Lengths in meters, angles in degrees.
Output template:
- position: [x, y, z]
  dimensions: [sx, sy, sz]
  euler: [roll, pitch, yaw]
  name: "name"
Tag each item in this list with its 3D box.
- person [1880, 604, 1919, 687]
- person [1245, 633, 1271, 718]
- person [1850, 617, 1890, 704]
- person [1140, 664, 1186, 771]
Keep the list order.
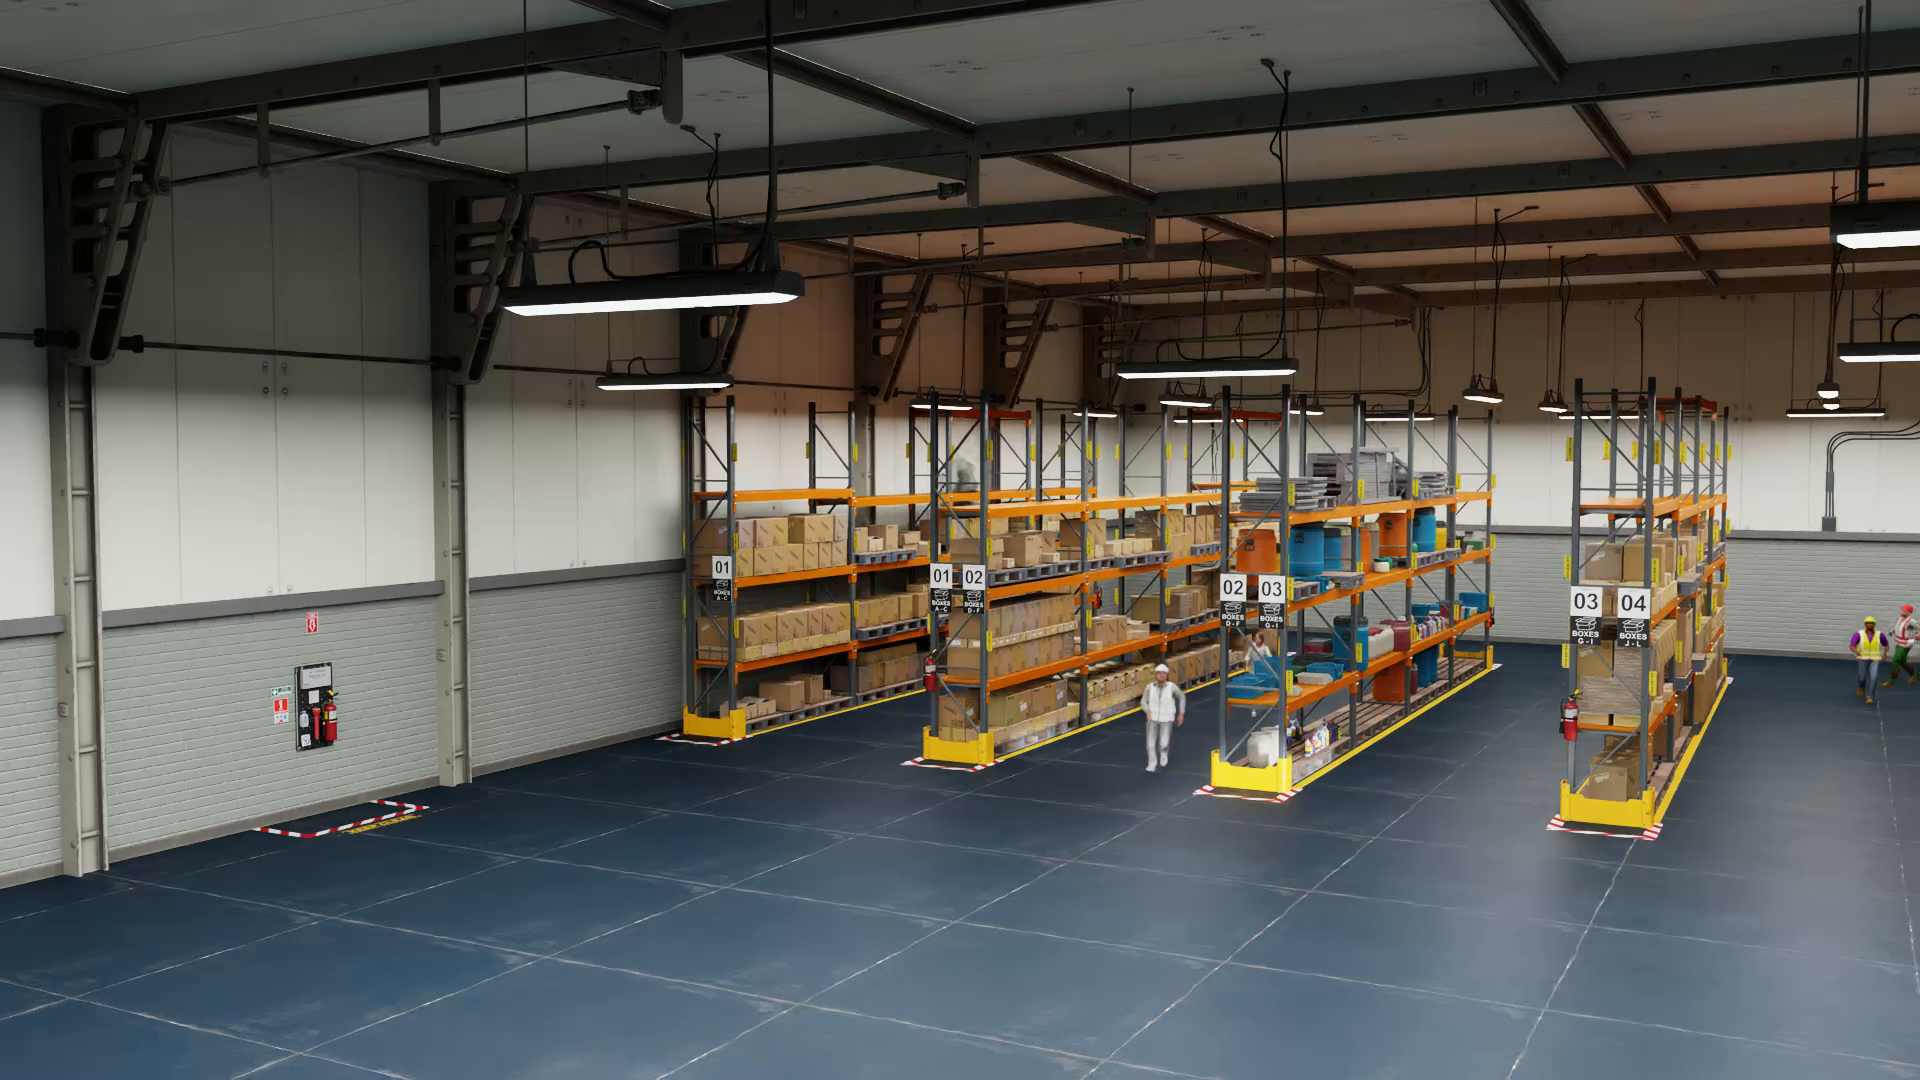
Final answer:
- position: [20.075, 2.246, 35.300]
  dimensions: [0.904, 1.779, 0.690]
  euler: [0, 3, -1]
  name: "person"
- position: [5.662, 2.548, 31.584]
  dimensions: [0.547, 1.568, 0.823]
  euler: [1, 3, 20]
  name: "person"
- position: [18.177, 2.392, 33.244]
  dimensions: [0.691, 1.723, 0.709]
  euler: [1, 3, 25]
  name: "person"
- position: [3.143, 2.777, 25.857]
  dimensions: [0.681, 1.707, 0.617]
  euler: [1, 3, 16]
  name: "person"
